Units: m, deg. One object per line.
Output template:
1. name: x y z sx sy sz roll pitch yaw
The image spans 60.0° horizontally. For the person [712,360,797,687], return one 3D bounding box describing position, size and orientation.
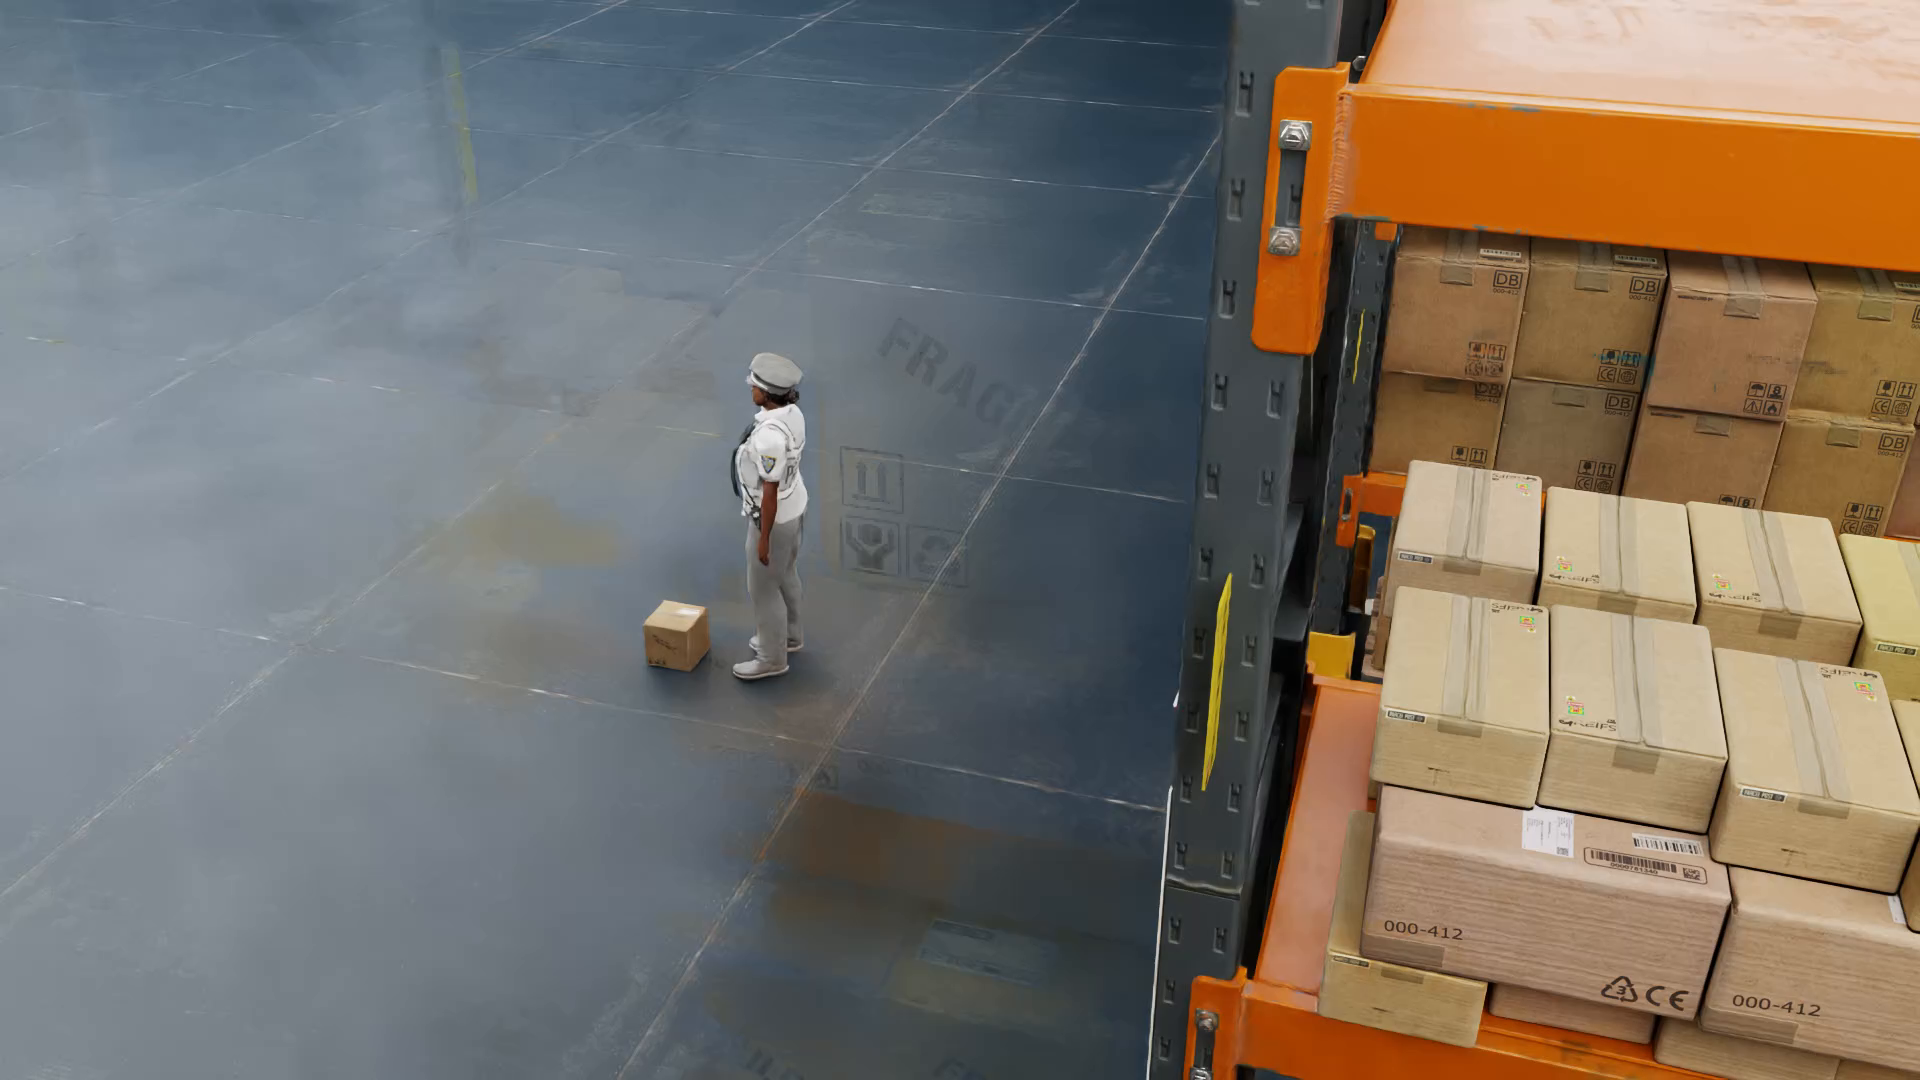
1. person: -0.997 -0.078 8.190 0.374 1.696 0.448 6 30 10
